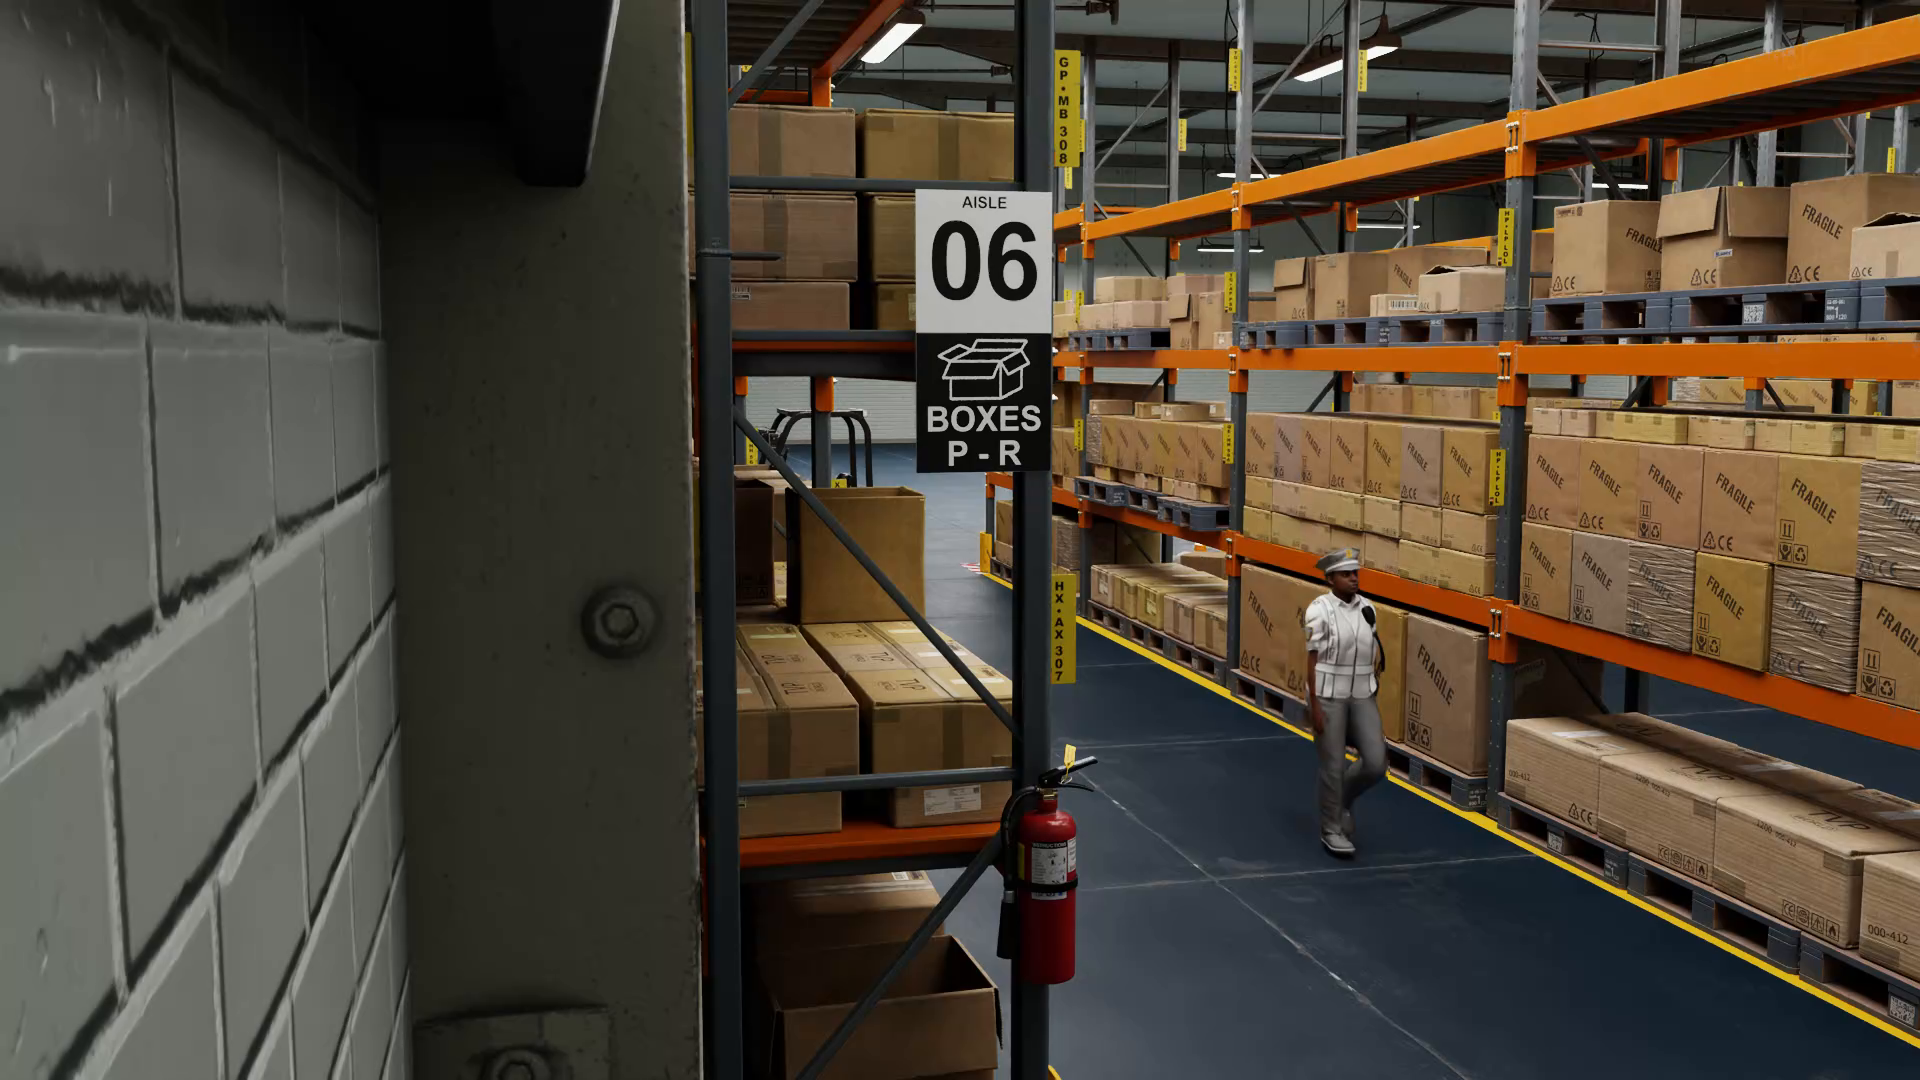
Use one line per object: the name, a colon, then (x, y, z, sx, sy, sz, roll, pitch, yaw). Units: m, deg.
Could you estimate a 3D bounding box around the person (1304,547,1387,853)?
person: (2.116, 0.867, 9.194, 0.442, 1.678, 0.461, -2, 6, -14)
